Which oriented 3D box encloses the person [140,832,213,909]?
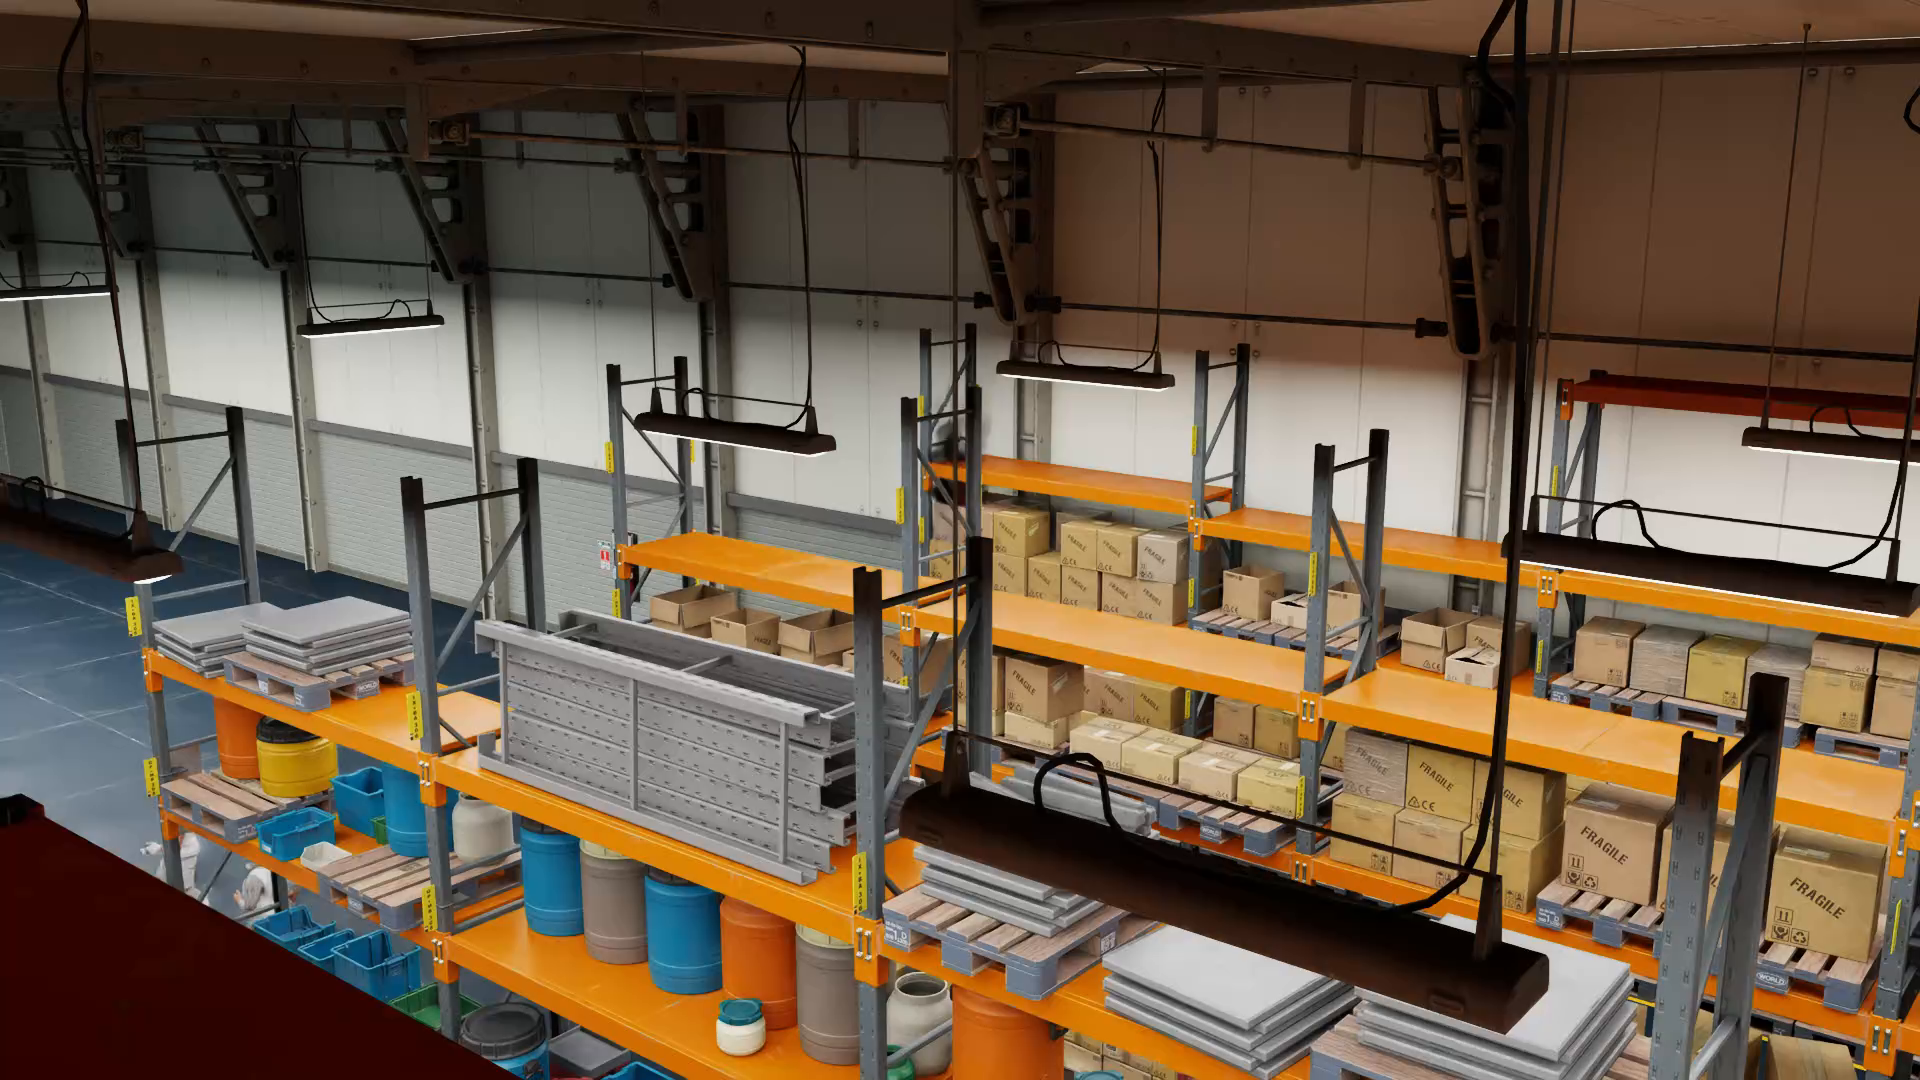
[{"bbox_3d":[-8.294,3.314,17.588,0.674,1.735,0.658,-7,14,-28],"label":"person"}]

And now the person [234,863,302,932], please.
[{"bbox_3d":[-6.718,3.647,16.099,0.748,1.756,0.643,0,13,0],"label":"person"}]
